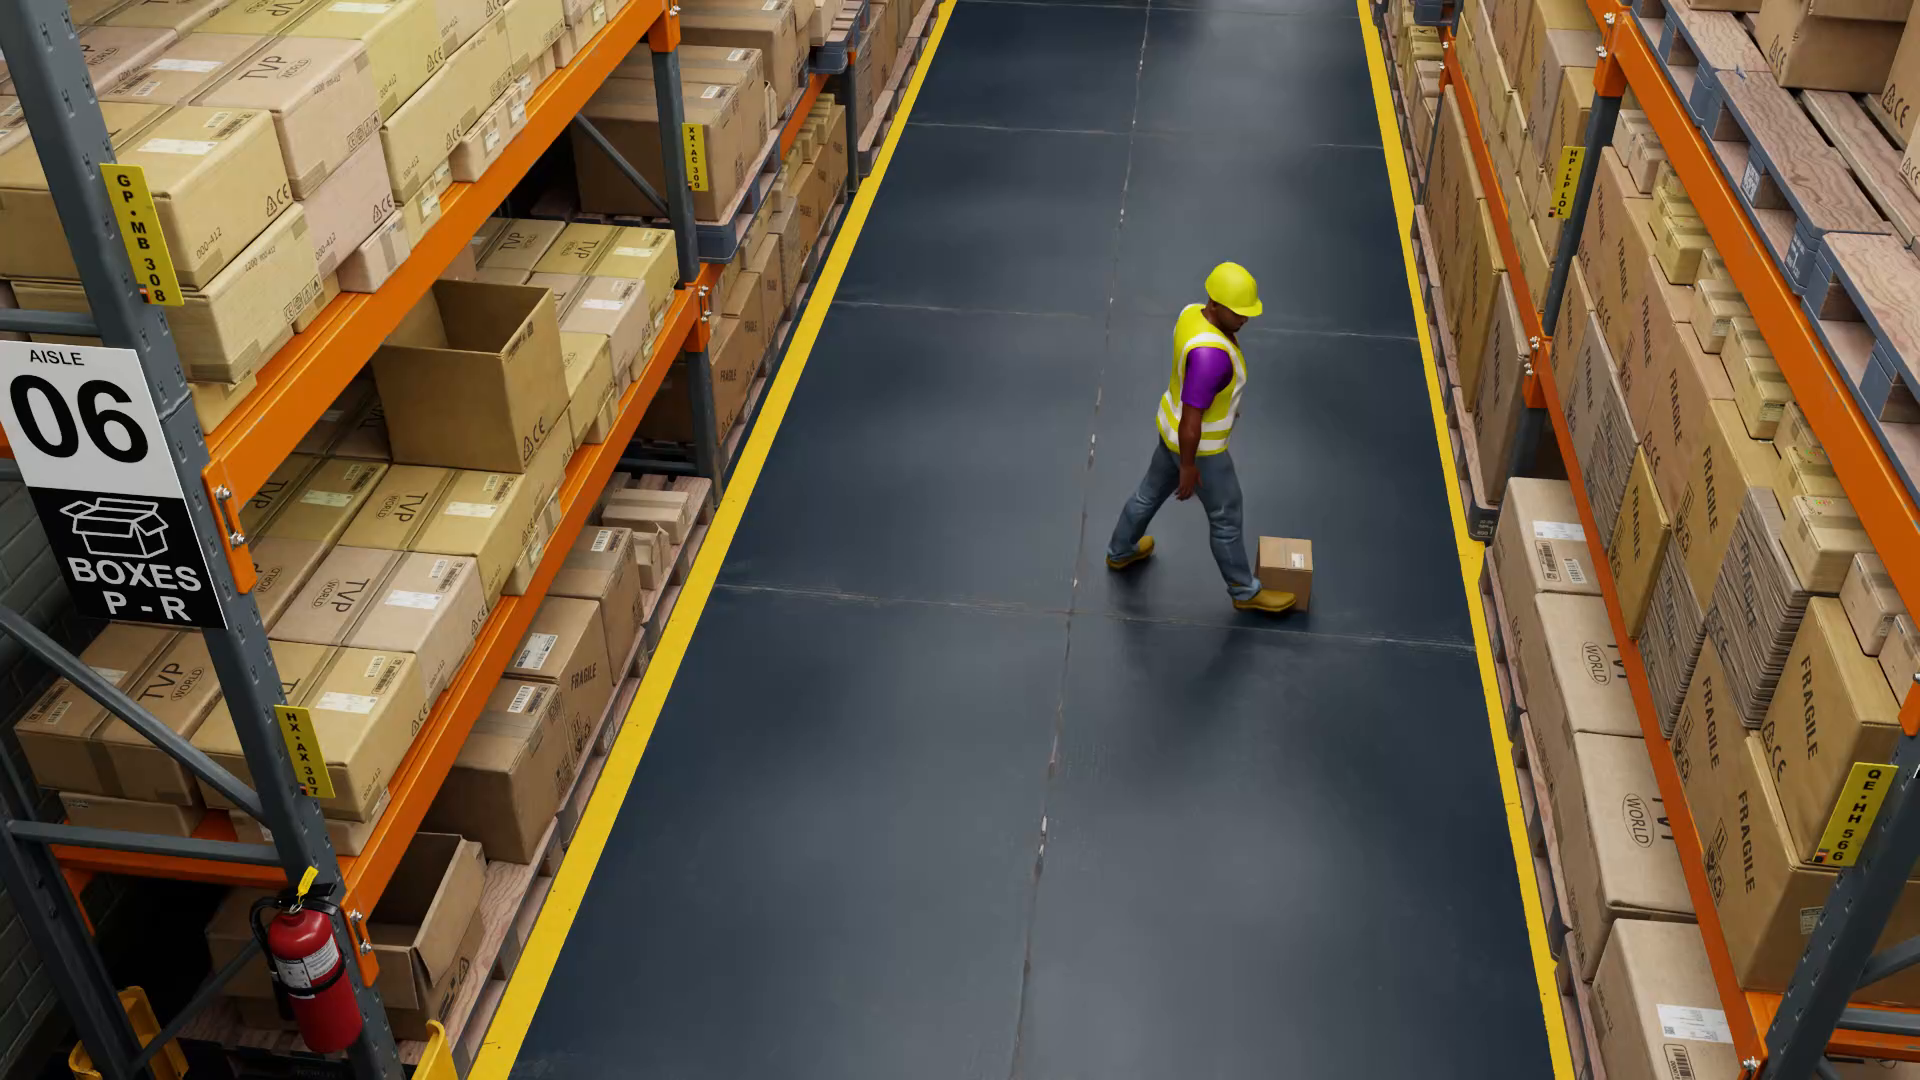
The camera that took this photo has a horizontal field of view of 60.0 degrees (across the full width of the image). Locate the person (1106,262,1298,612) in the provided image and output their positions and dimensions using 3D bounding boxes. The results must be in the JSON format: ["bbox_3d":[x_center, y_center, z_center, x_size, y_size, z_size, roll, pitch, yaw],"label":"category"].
[{"bbox_3d":[1.165,-0.496,7.693,0.844,1.731,0.675,-4,36,-5],"label":"person"}]
